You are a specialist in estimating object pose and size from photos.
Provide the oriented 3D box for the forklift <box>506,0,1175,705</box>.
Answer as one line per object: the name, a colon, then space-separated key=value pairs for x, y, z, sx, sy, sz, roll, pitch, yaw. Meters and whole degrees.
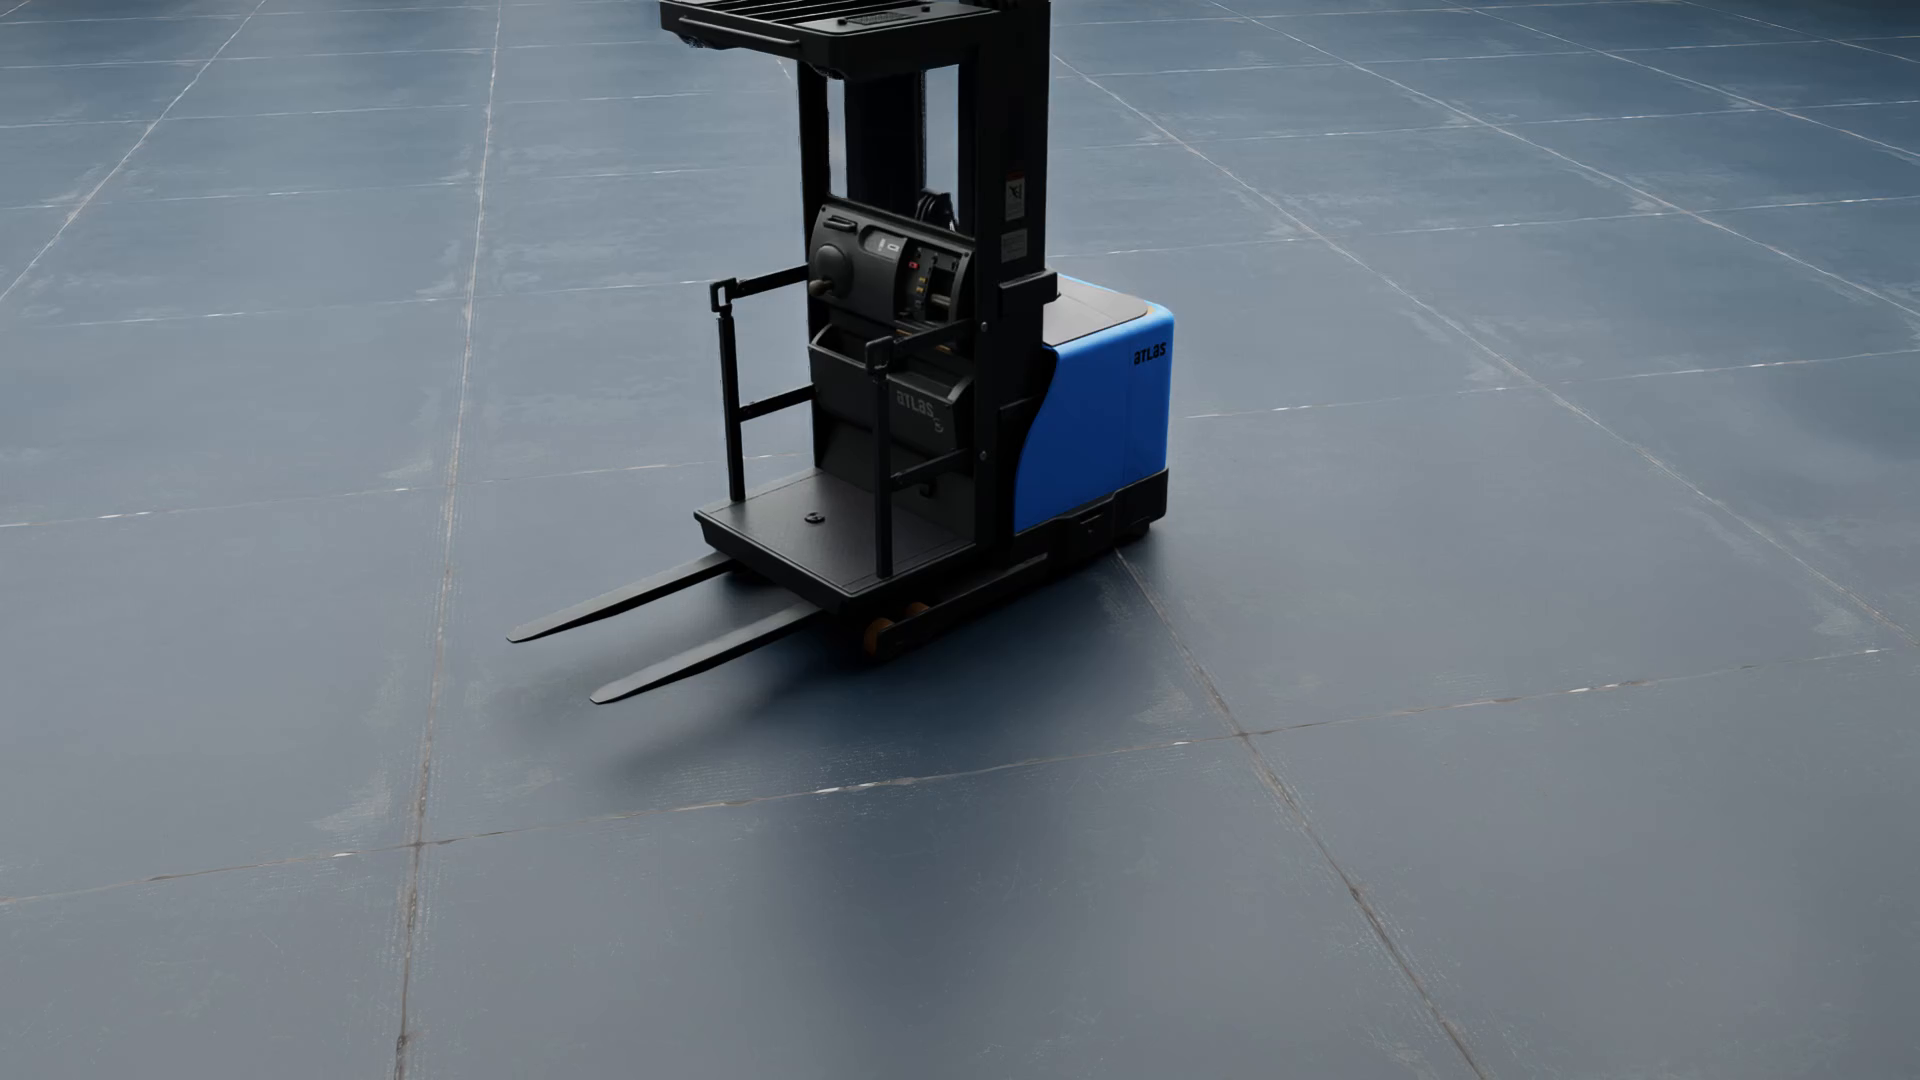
forklift: x=-0.446 y=-1.086 z=6.649 sx=3.031 sy=2.935 sz=1.130 roll=-23 pitch=35 yaw=-38
